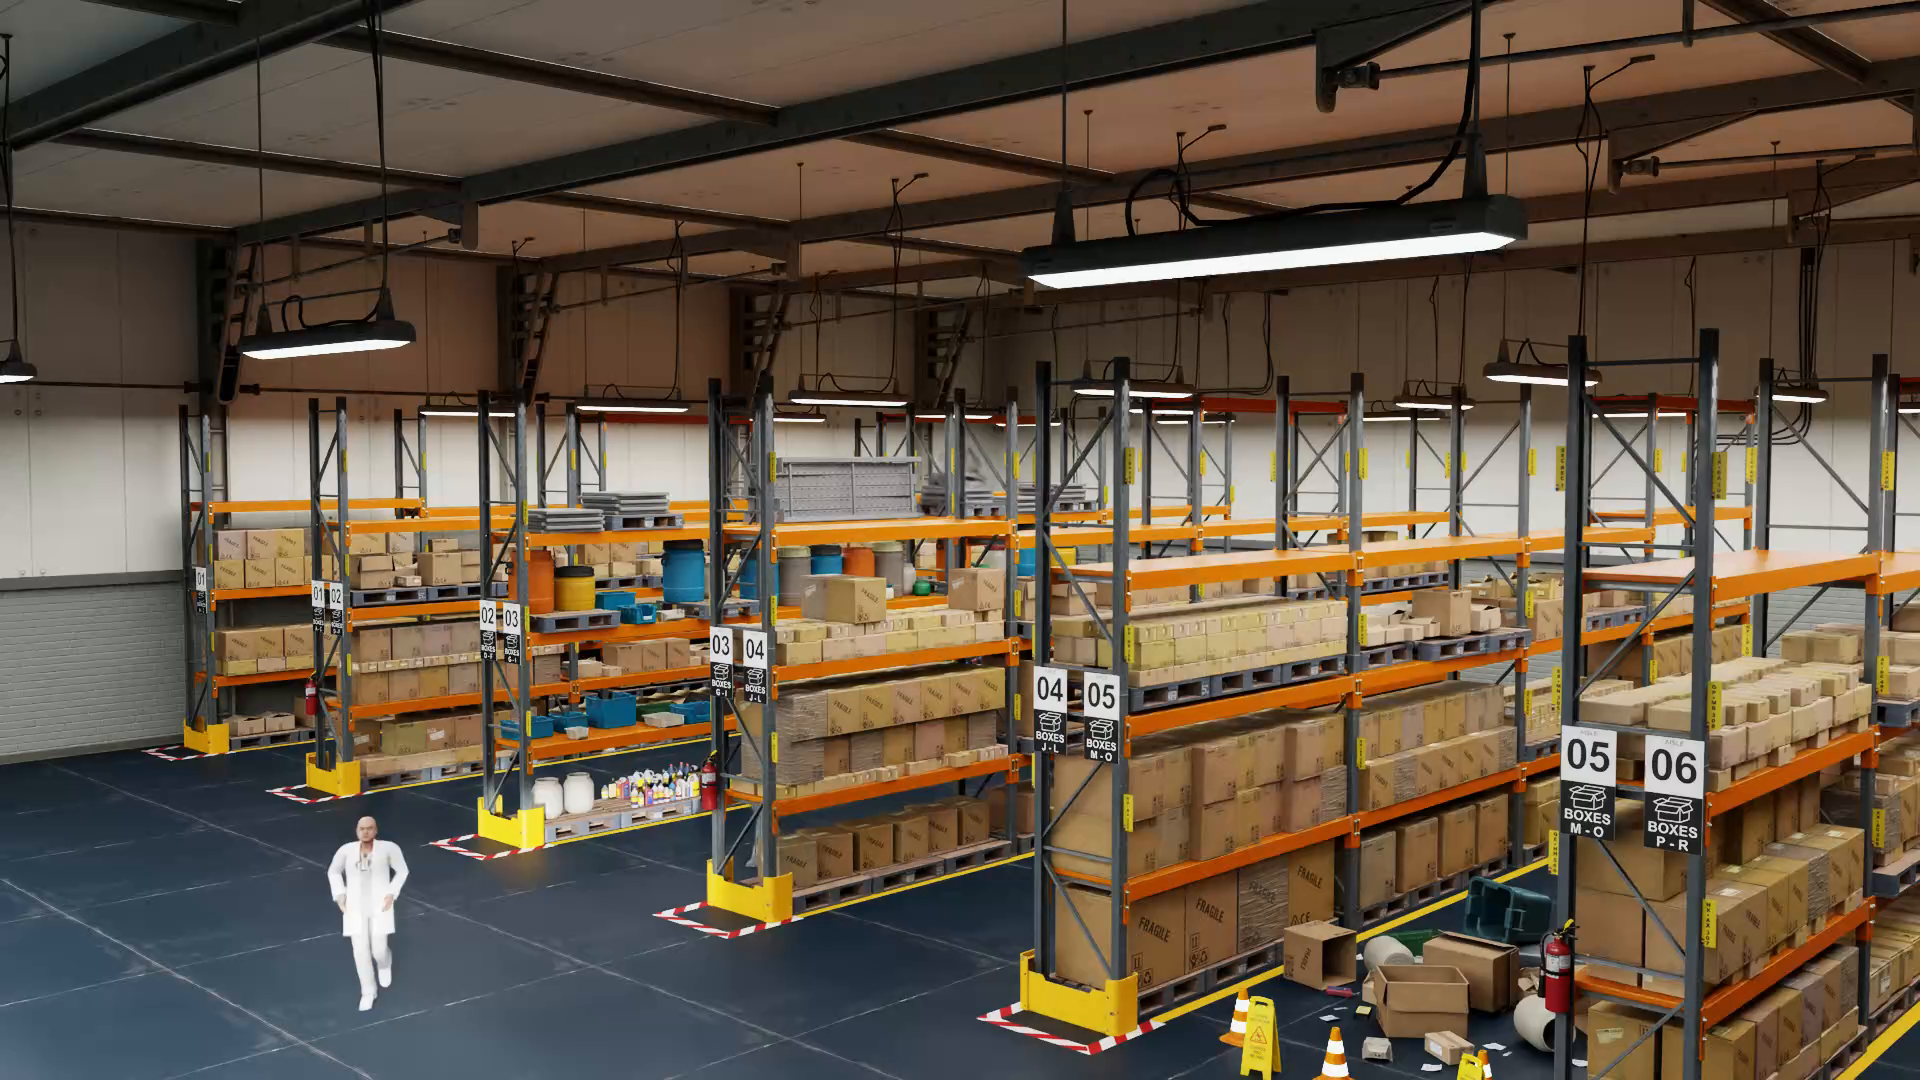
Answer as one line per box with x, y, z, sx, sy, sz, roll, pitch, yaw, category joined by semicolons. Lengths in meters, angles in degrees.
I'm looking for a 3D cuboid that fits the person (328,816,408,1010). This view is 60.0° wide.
-5.584;3.470;15.698;0.727;1.758;0.740;-1;3;-13;person

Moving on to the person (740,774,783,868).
-2.490;3.213;21.015;0.608;1.674;0.899;2;3;28;person

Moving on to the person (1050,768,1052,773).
1.412;2.998;26.364;0.562;1.557;0.574;3;4;41;person
